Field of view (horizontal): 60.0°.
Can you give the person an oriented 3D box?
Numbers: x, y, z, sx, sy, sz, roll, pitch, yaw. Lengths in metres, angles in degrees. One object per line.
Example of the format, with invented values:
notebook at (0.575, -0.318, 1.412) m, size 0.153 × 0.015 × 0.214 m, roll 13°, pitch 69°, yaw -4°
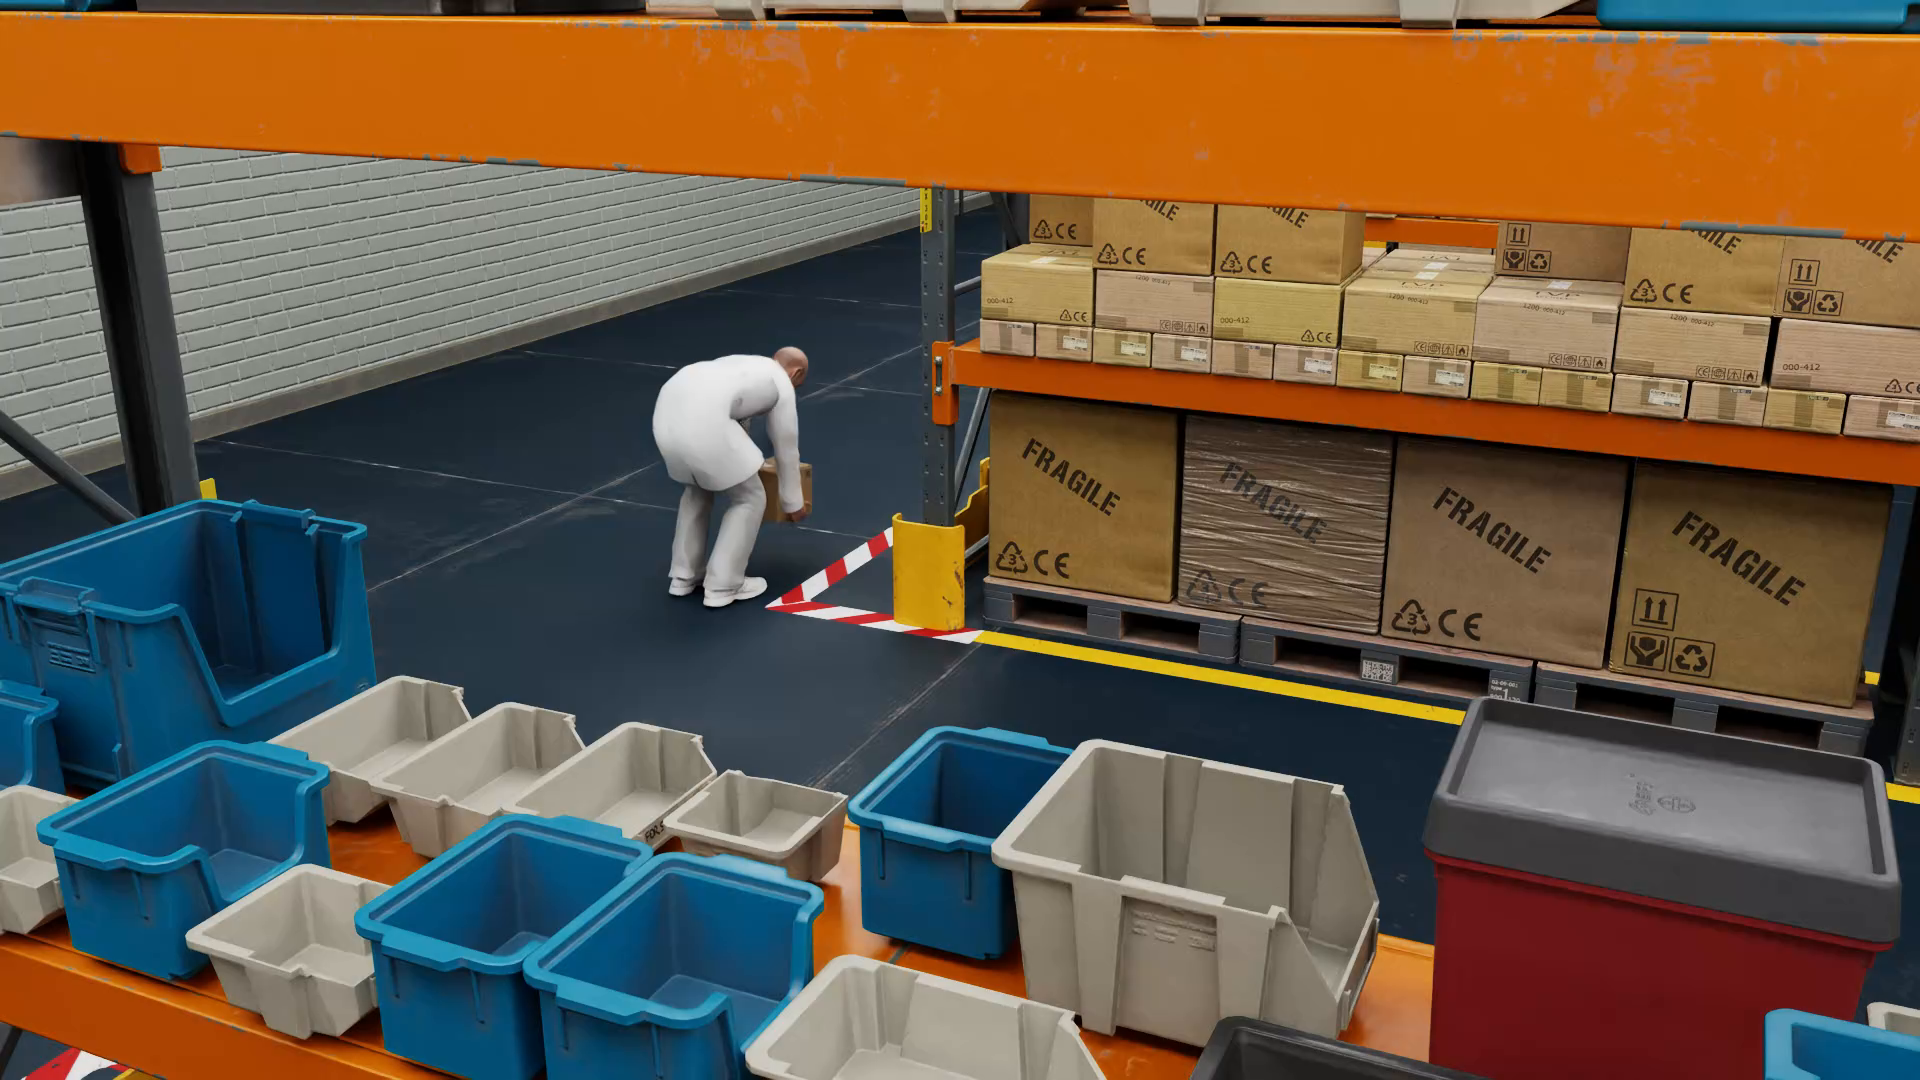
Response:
person at (-1.056, -0.337, 8.072) m, size 0.569 × 1.140 × 0.948 m, roll 13°, pitch 23°, yaw 34°
